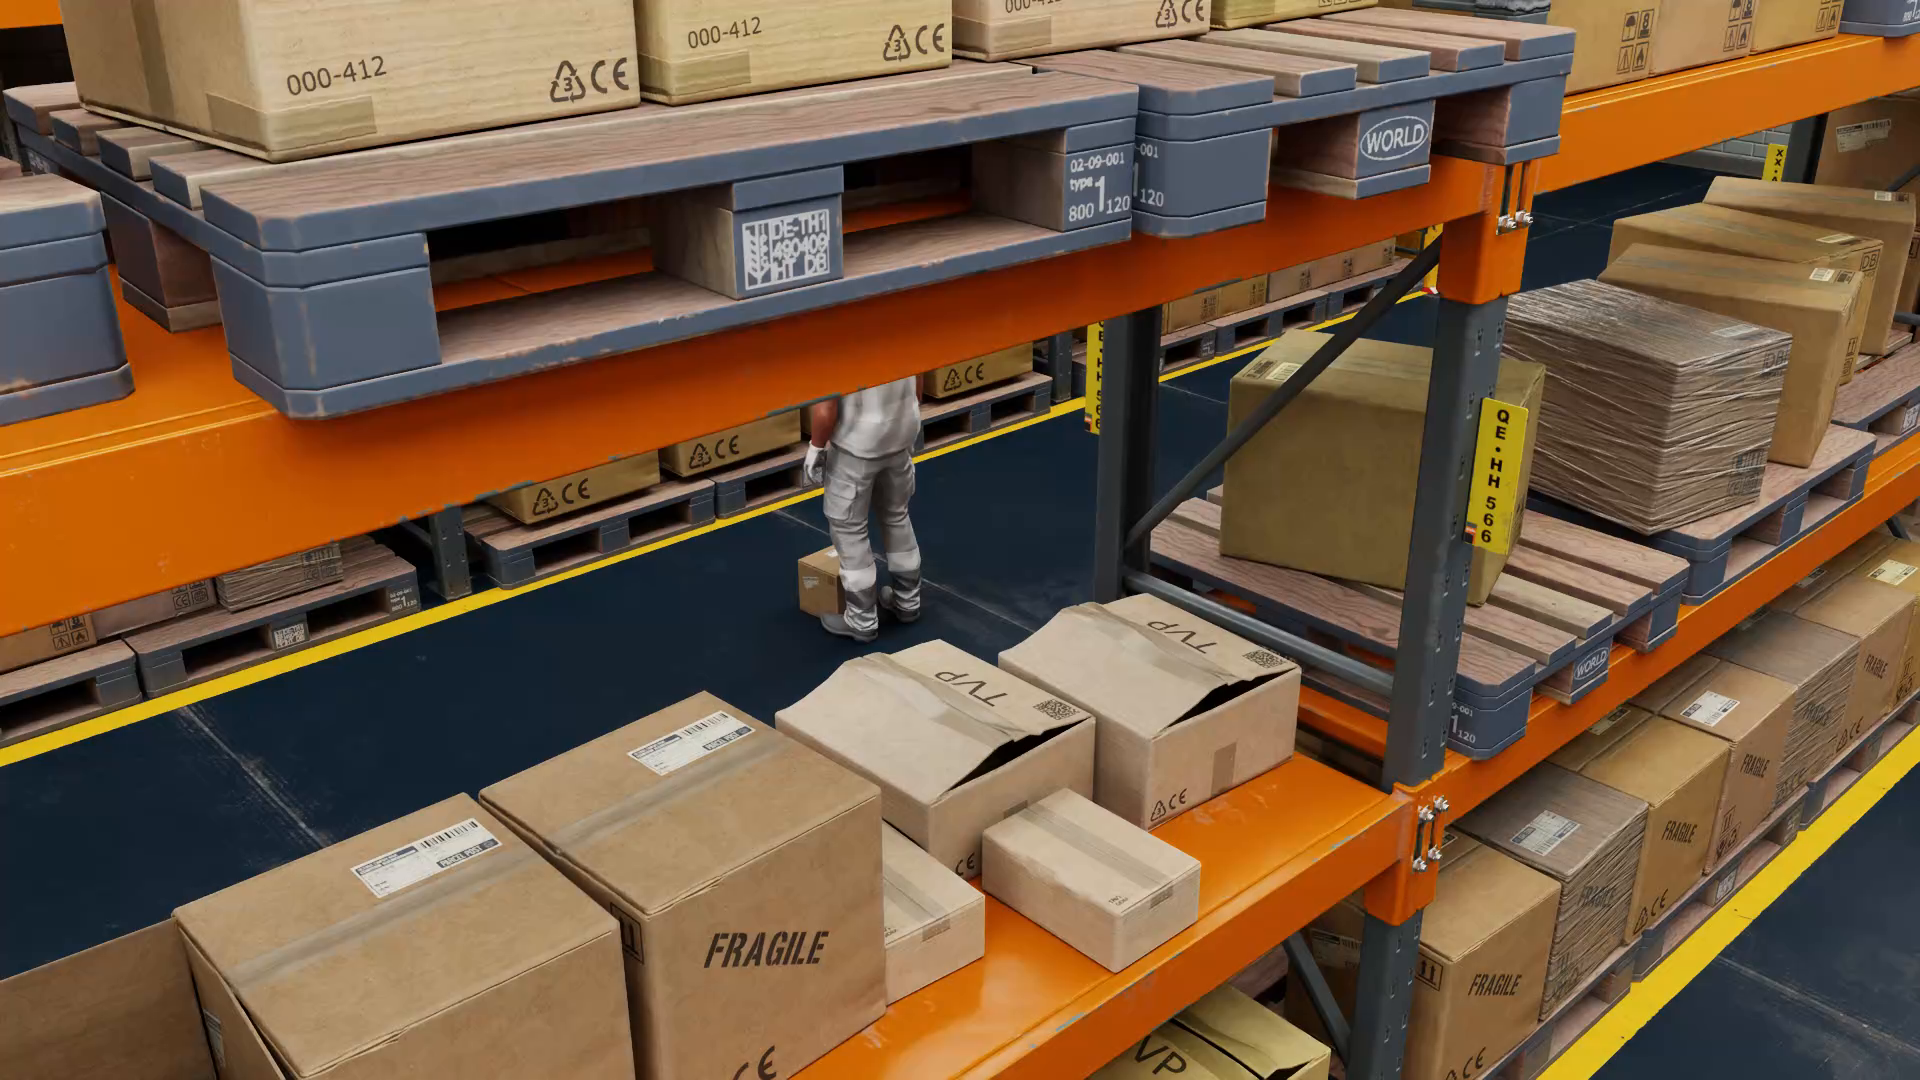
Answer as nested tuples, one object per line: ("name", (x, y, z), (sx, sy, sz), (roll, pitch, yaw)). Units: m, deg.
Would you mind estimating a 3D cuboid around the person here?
("person", (-0.405, -0.429, 7.042), (0.621, 1.779, 0.453), (-22, 32, -40))
